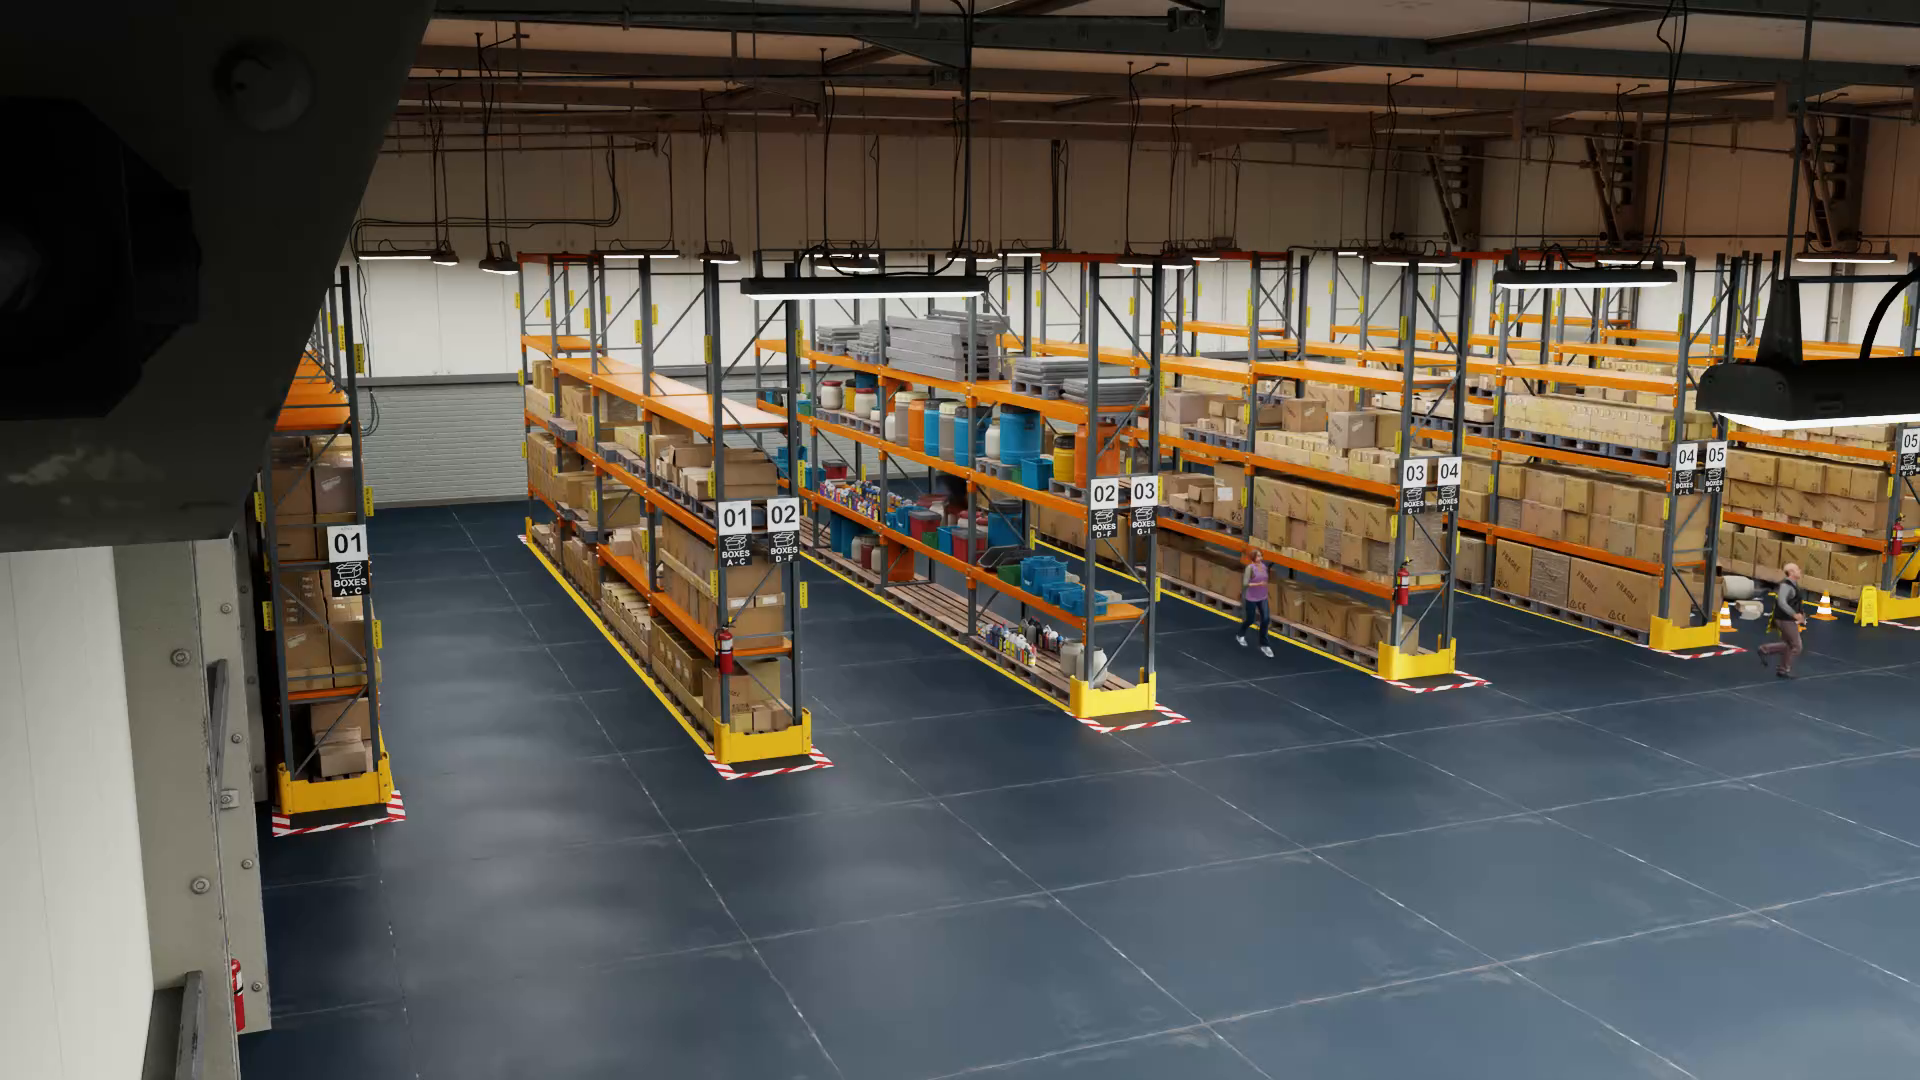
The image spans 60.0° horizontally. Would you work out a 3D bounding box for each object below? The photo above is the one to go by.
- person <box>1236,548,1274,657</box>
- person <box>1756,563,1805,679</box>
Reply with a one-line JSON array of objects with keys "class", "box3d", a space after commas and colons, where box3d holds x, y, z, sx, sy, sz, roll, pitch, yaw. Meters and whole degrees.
[{"class": "person", "box3d": [4.521, 0.923, 25.409, 0.532, 1.611, 0.799, -5, 12, -26]}, {"class": "person", "box3d": [11.918, 1.154, 24.119, 0.610, 1.686, 0.693, 5, 12, 27]}]
